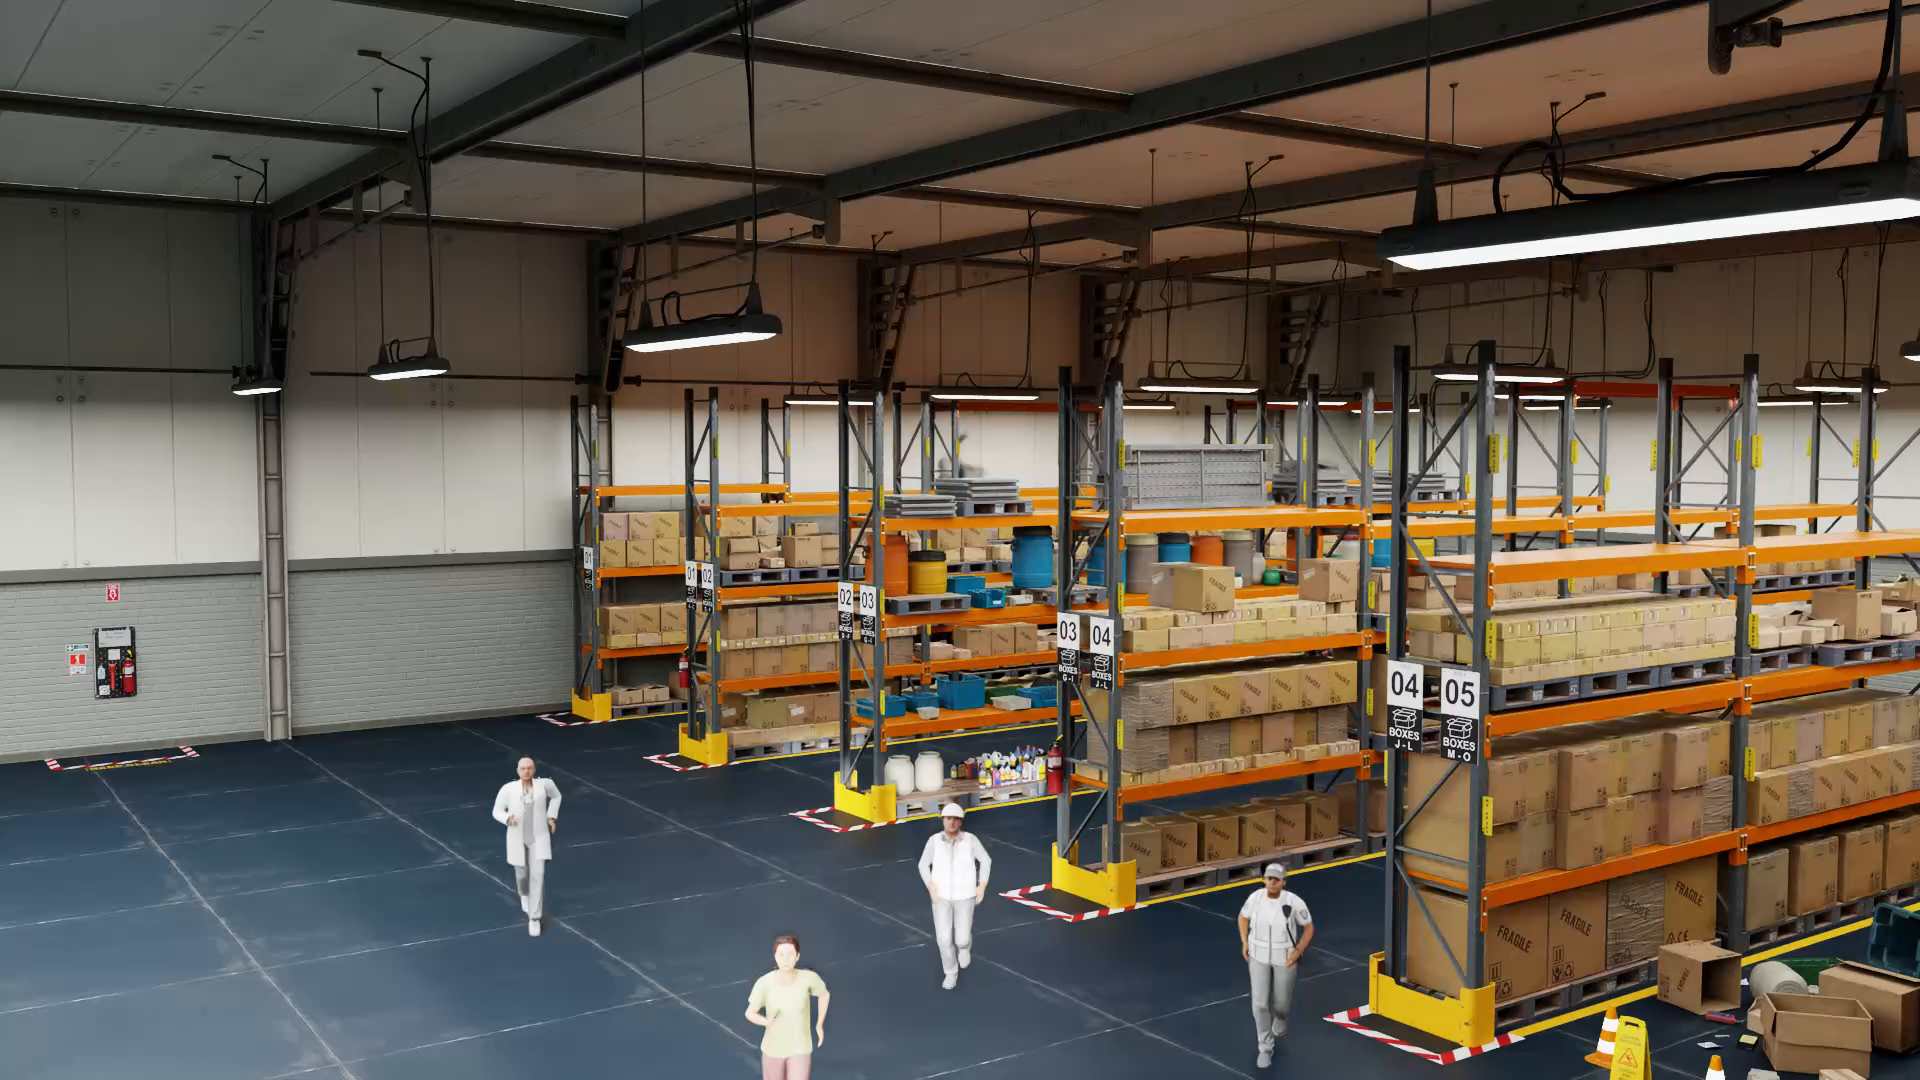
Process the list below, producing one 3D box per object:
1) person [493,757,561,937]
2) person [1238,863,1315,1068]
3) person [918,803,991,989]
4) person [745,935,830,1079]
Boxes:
[{"bbox_3d":[-4.593,3.200,17.674,0.707,1.798,1.049,-1,4,-14],"label":"person"},{"bbox_3d":[2.648,3.526,13.970,0.645,1.676,0.734,1,4,19],"label":"person"},{"bbox_3d":[-0.054,3.362,15.829,0.691,1.742,0.598,0,3,3],"label":"person"},{"bbox_3d":[-1.218,3.604,11.728,0.579,1.647,0.963,0,3,-1],"label":"person"}]
